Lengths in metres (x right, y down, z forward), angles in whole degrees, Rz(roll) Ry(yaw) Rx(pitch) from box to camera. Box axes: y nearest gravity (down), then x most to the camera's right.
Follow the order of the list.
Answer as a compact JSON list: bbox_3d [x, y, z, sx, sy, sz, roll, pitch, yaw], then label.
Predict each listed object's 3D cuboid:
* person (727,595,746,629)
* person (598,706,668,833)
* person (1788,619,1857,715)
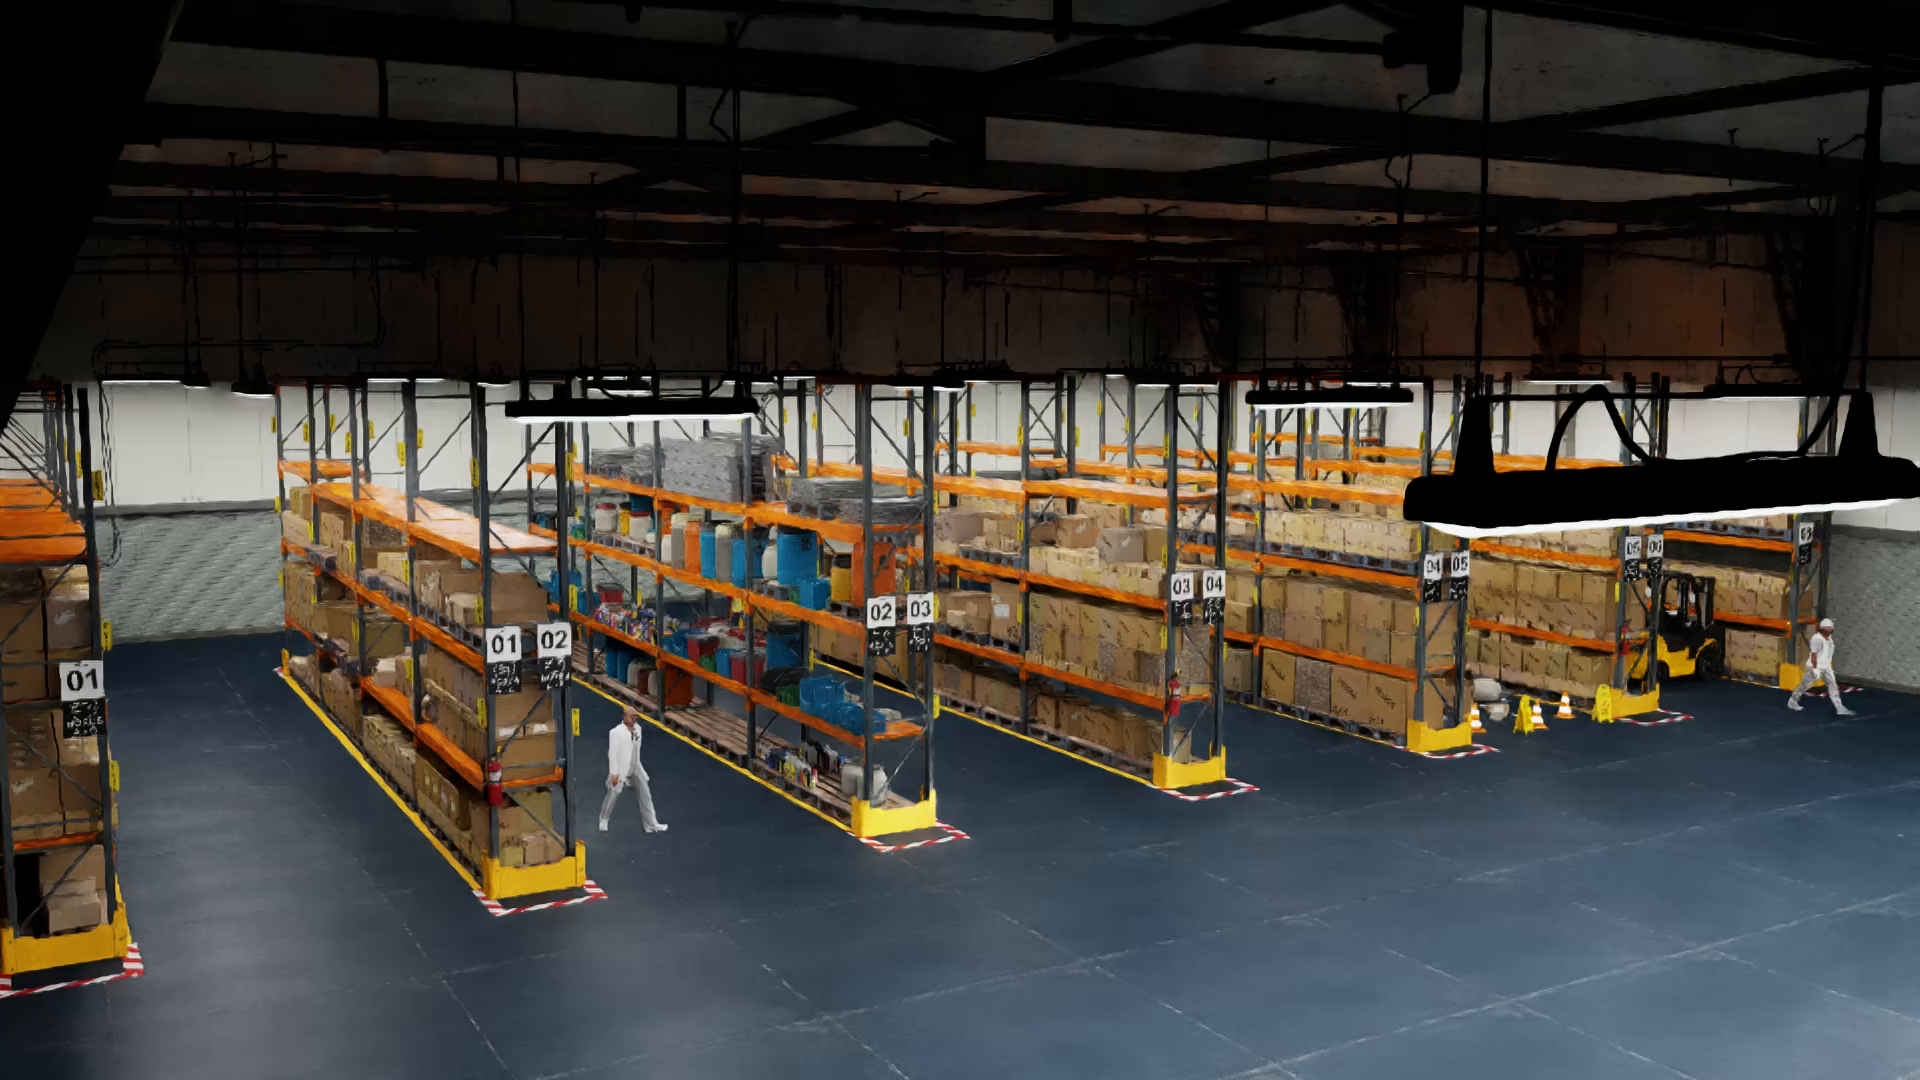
[{"bbox_3d":[-4.795,1.519,36.225,0.577,1.691,1.121,-3,7,-27],"label":"person"},{"bbox_3d":[-4.423,3.054,22.156,1.033,1.735,0.634,5,8,37],"label":"person"},{"bbox_3d":[15.308,2.238,29.510,0.569,1.702,1.114,-4,7,-32],"label":"person"}]
